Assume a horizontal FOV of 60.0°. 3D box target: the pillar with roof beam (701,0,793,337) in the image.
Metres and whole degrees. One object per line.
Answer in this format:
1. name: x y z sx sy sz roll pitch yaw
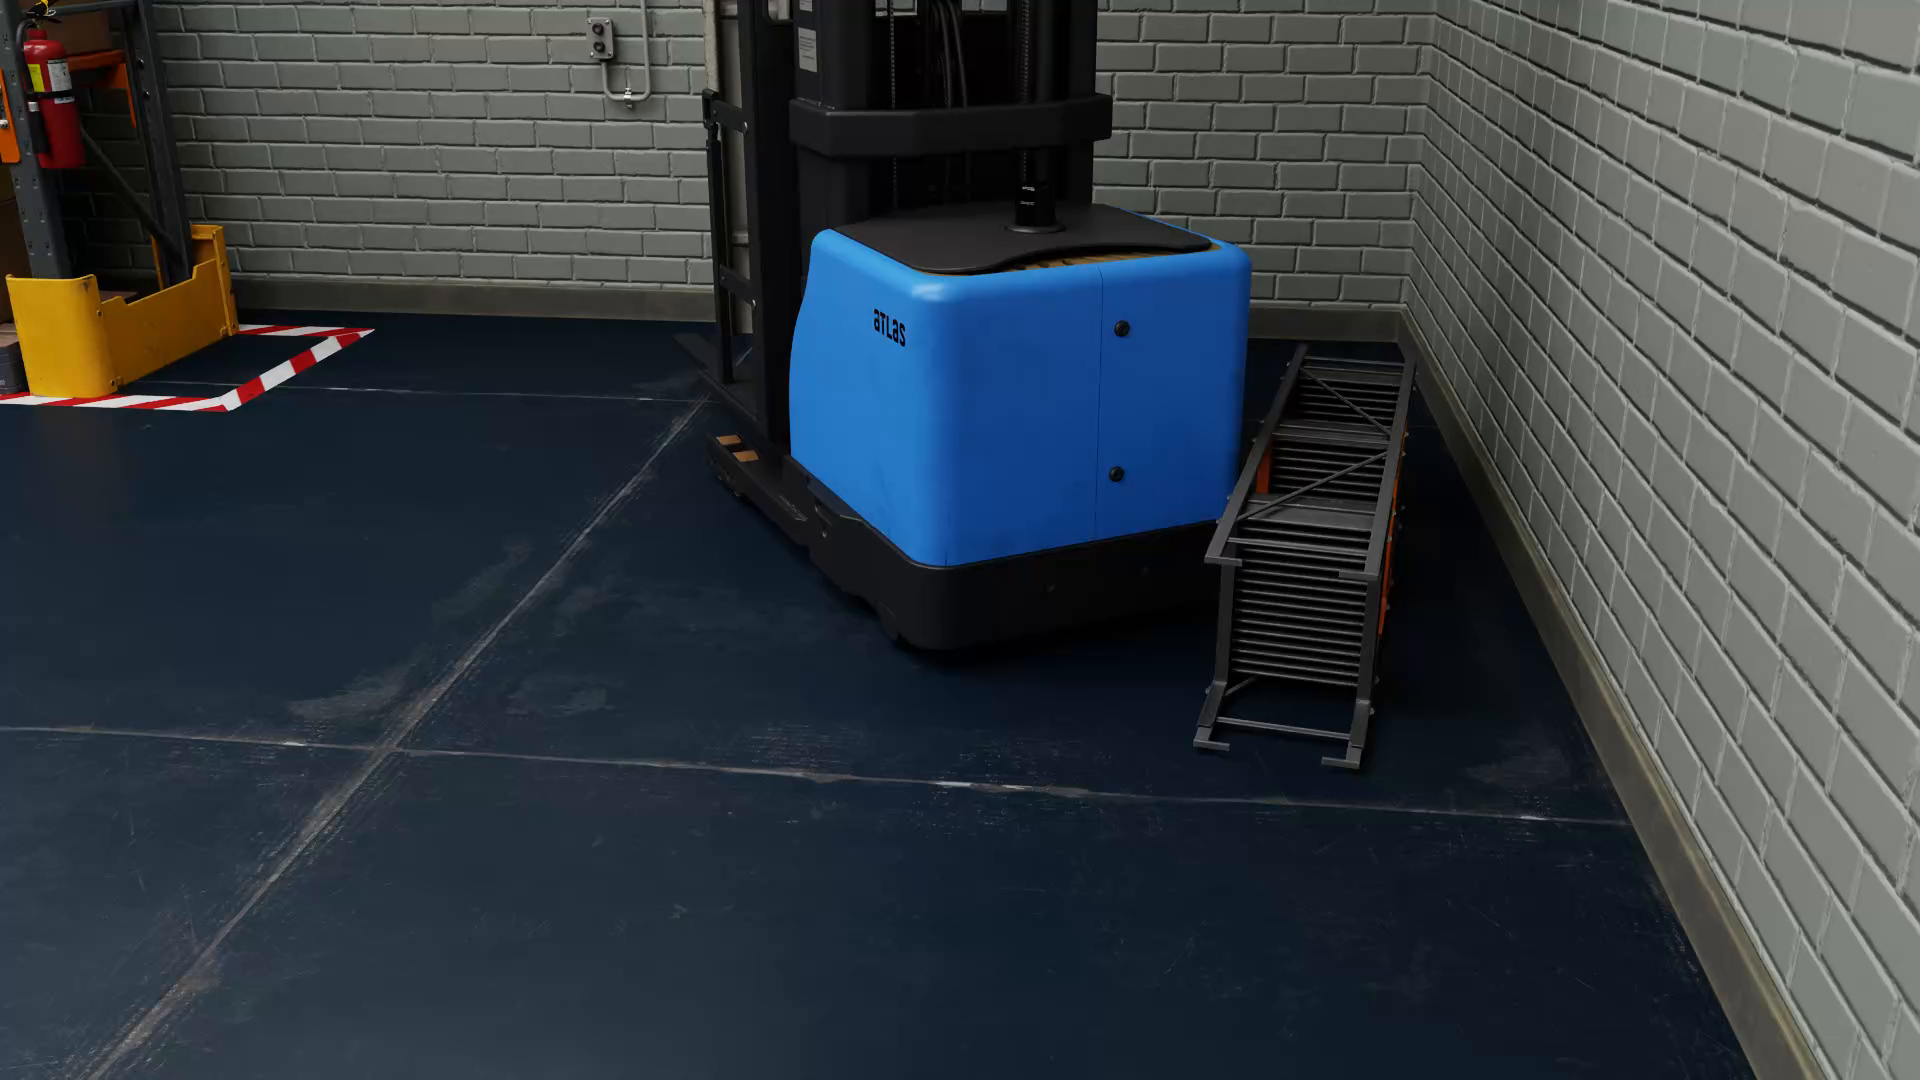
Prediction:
1. pillar with roof beam: -1.429 -3.621 2.359 0.400 9.000 9.100 2 22 6

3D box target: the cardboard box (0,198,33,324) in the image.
1. cardboard box: -4.413 -1.230 7.301 0.500 0.500 0.700 2 22 6

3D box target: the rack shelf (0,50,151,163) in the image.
1. rack shelf: -5.692 -1.956 7.285 4.000 0.370 1.077 2 22 6

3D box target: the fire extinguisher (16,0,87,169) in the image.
1. fire extinguisher: -3.610 -1.819 6.574 0.183 0.674 0.296 2 22 6

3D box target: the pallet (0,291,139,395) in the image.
1. pallet: -4.509 -0.913 7.462 1.213 0.211 1.003 2 22 6

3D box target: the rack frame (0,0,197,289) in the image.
1. rack frame: -3.706 -2.204 6.934 0.127 3.000 1.000 2 22 6

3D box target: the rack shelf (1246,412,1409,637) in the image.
1. rack shelf: 1.066 -0.061 4.883 0.431 0.480 0.518 6 22 16

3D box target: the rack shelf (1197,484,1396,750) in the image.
1. rack shelf: 0.865 0.179 4.258 0.431 0.480 0.518 6 22 16

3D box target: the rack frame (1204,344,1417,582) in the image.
1. rack frame: 1.071 -0.293 4.808 0.400 0.015 2.100 6 22 16

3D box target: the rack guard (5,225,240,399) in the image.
1. rack guard: -3.682 -1.040 7.391 0.348 0.500 1.175 2 22 6

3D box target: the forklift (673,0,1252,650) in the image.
1. forklift: -0.263 -1.570 5.426 1.130 2.935 3.031 -10 24 -23

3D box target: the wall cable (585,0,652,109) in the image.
1. wall cable: -2.323 -2.966 7.481 1.851 1.984 0.084 2 22 6

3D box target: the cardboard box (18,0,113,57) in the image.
1. cardboard box: -4.213 -2.362 6.926 0.700 0.700 0.980 3 22 9

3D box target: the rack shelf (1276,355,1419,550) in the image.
1. rack shelf: 1.267 -0.302 5.509 0.431 0.480 0.518 6 22 16

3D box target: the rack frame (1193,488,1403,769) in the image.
1. rack frame: 1.069 0.162 4.983 0.400 0.015 2.100 6 22 16

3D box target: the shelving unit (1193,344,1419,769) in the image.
1. shelving unit: 1.070 -0.066 4.895 0.431 0.503 2.100 6 22 16

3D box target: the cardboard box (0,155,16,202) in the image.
1. cardboard box: -4.265 -1.600 7.353 0.250 0.149 0.380 3 22 7
